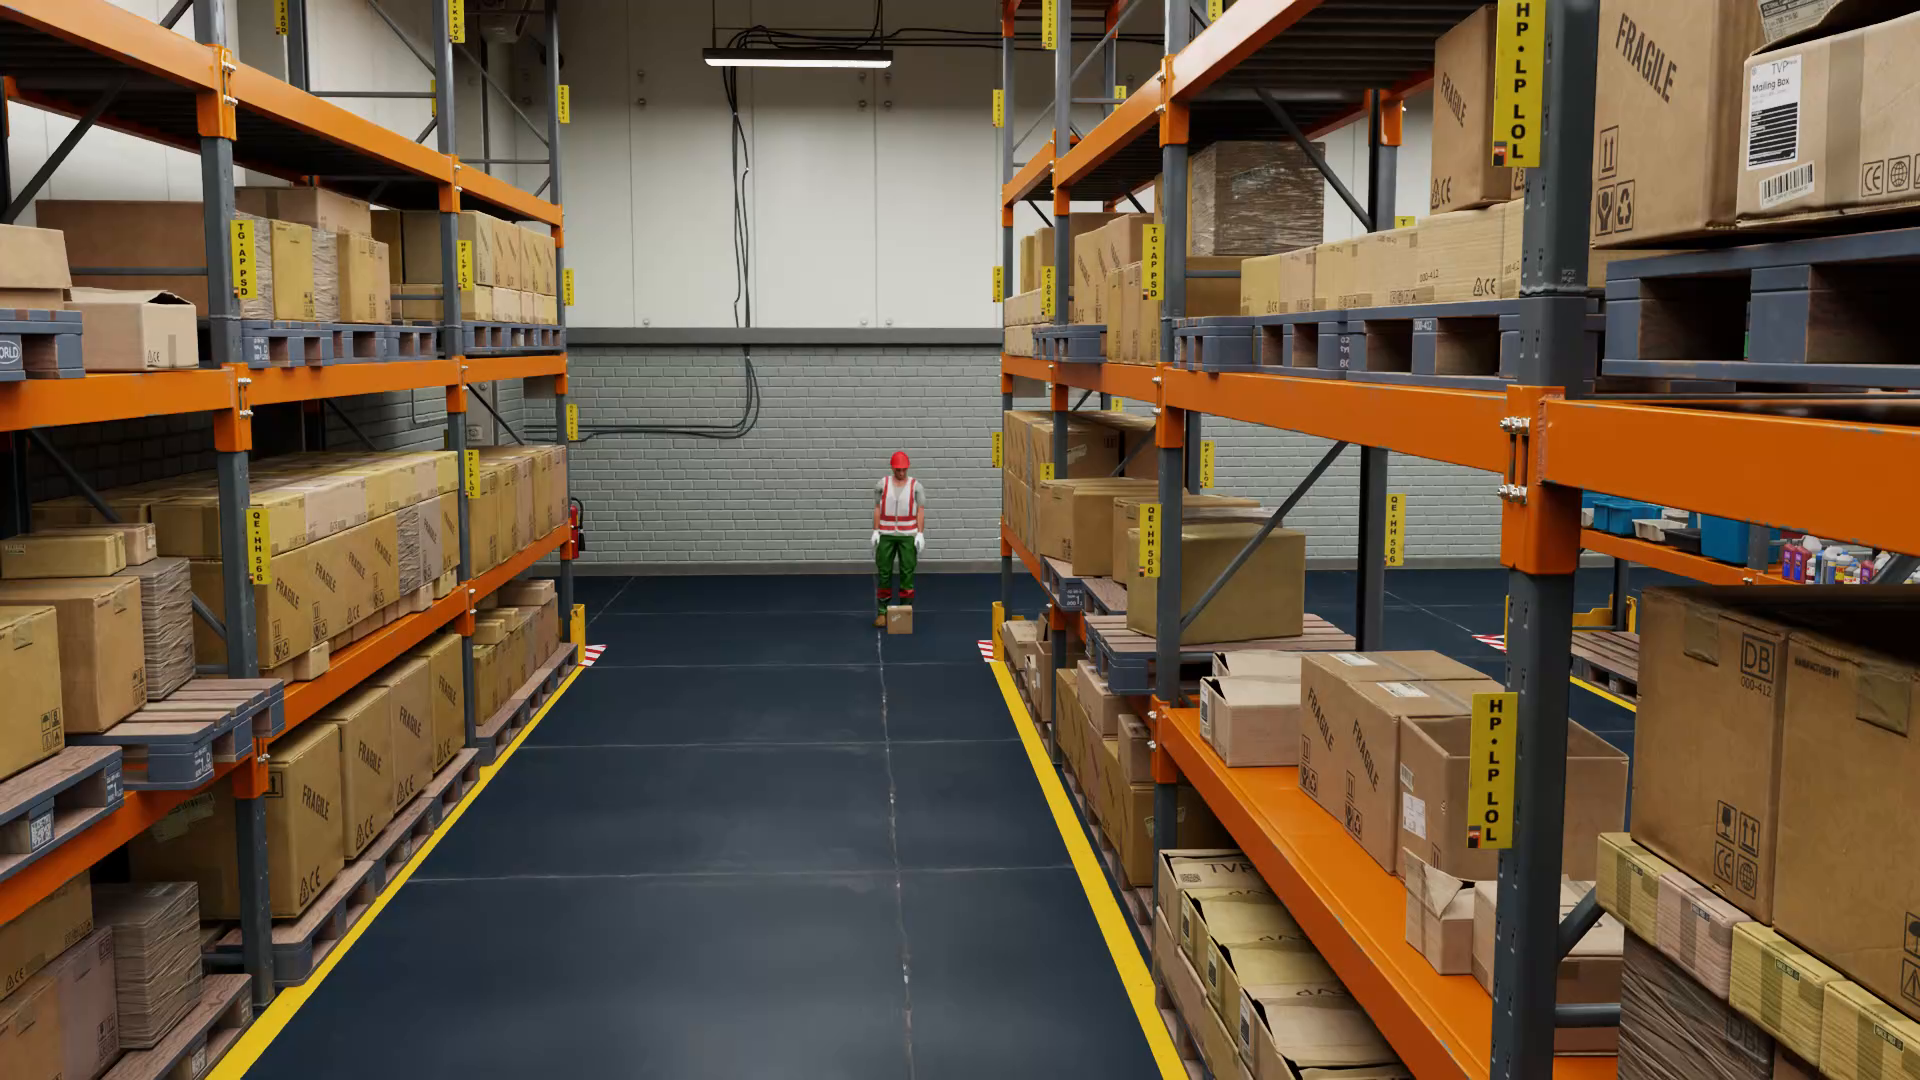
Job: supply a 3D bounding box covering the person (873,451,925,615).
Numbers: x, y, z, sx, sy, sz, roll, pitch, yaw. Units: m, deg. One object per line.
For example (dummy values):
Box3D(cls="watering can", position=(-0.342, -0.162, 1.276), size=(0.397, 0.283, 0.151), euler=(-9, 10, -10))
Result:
Box3D(cls="person", position=(-0.628, -0.056, 17.225), size=(0.527, 1.732, 0.358), euler=(0, 7, 2))
